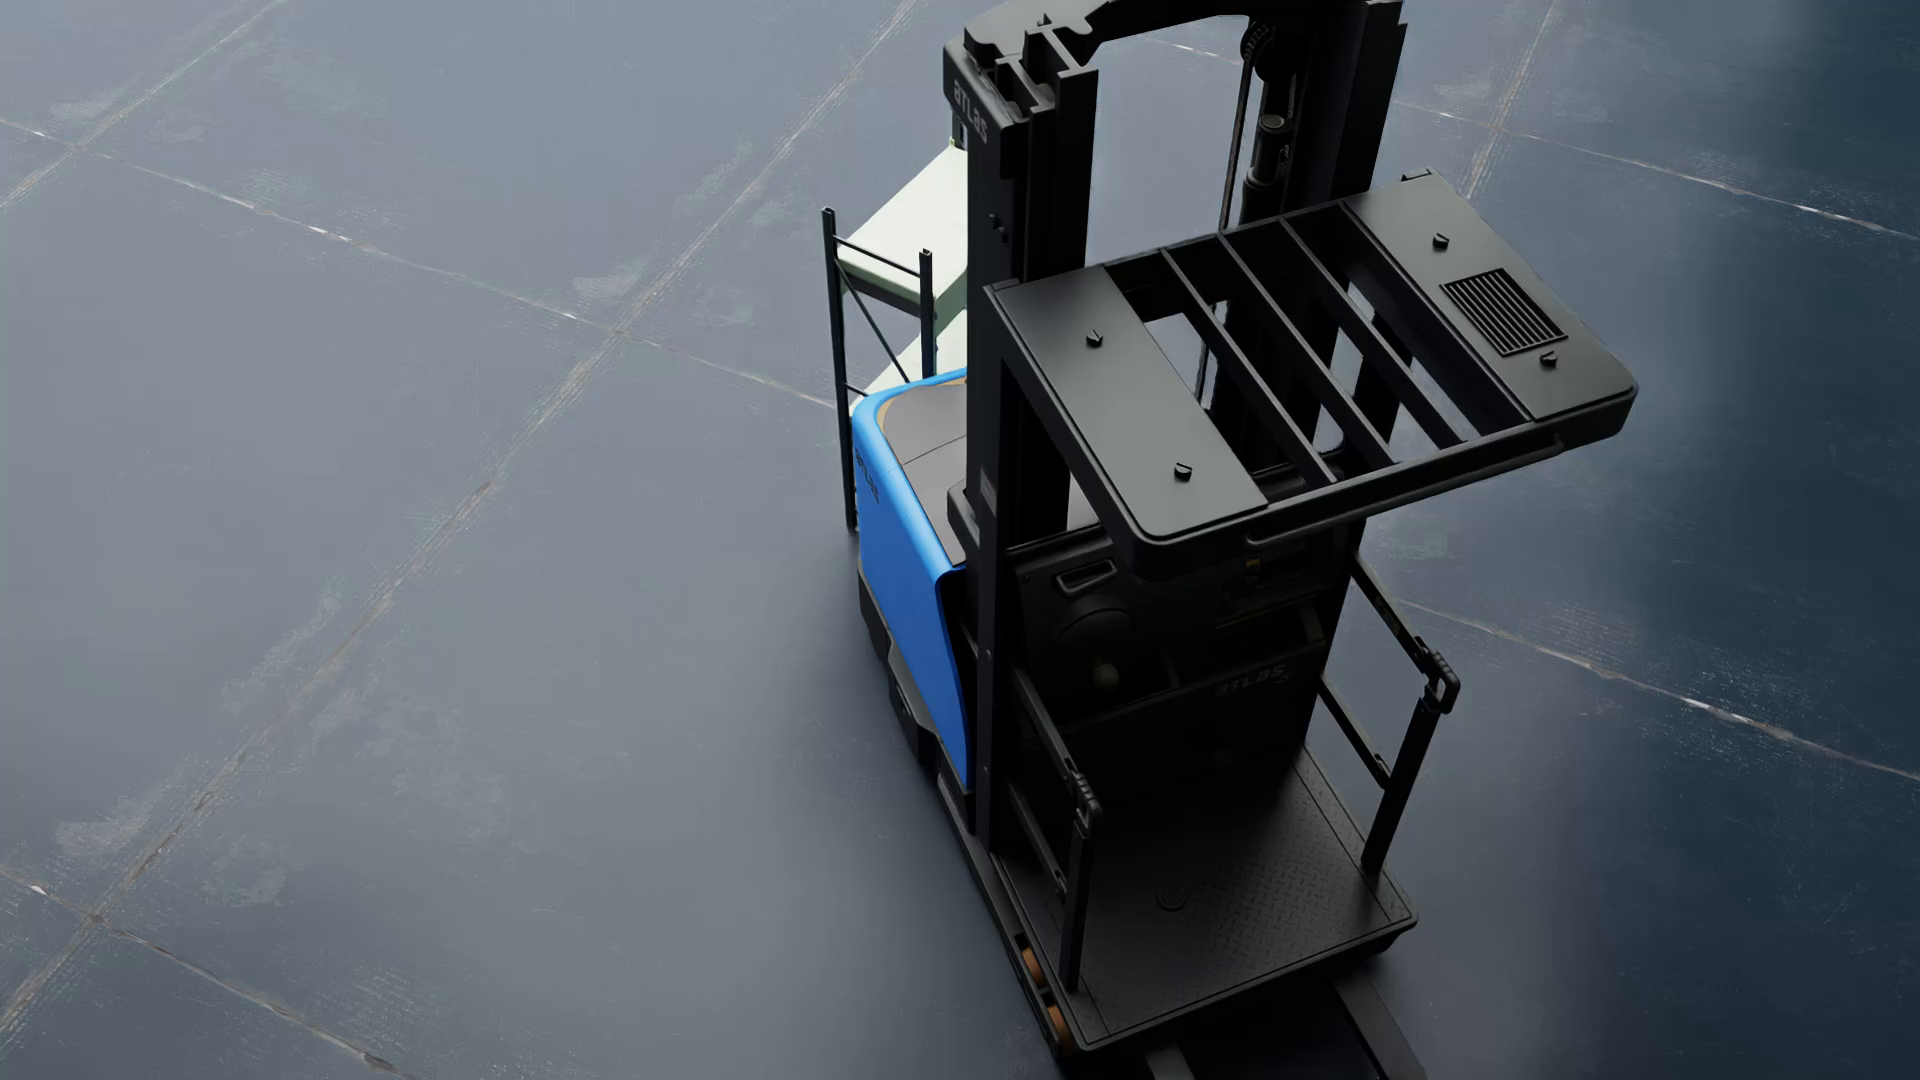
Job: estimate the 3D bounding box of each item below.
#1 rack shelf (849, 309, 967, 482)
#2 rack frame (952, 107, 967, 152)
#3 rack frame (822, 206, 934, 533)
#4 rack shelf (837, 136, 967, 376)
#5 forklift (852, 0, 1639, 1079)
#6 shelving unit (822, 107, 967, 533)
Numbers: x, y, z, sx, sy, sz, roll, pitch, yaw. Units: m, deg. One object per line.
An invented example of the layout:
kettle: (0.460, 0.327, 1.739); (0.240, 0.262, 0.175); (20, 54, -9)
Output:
rack shelf: (-0.055, -0.482, 6.104); (0.431, 0.370, 0.720); (27, 55, 21)
rack frame: (0.146, -0.927, 6.054); (0.400, 1.500, 0.023); (27, 55, 21)
rack frame: (-0.256, -0.461, 5.657); (0.400, 1.500, 0.023); (27, 55, 21)
rack shelf: (-0.055, -0.947, 5.558); (0.431, 0.370, 0.720); (27, 55, 21)
forklift: (0.663, 0.206, 4.151); (1.130, 2.935, 3.031); (-17, 52, -14)
shelving unit: (-0.055, -0.694, 5.855); (0.431, 1.500, 0.755); (27, 55, 21)
